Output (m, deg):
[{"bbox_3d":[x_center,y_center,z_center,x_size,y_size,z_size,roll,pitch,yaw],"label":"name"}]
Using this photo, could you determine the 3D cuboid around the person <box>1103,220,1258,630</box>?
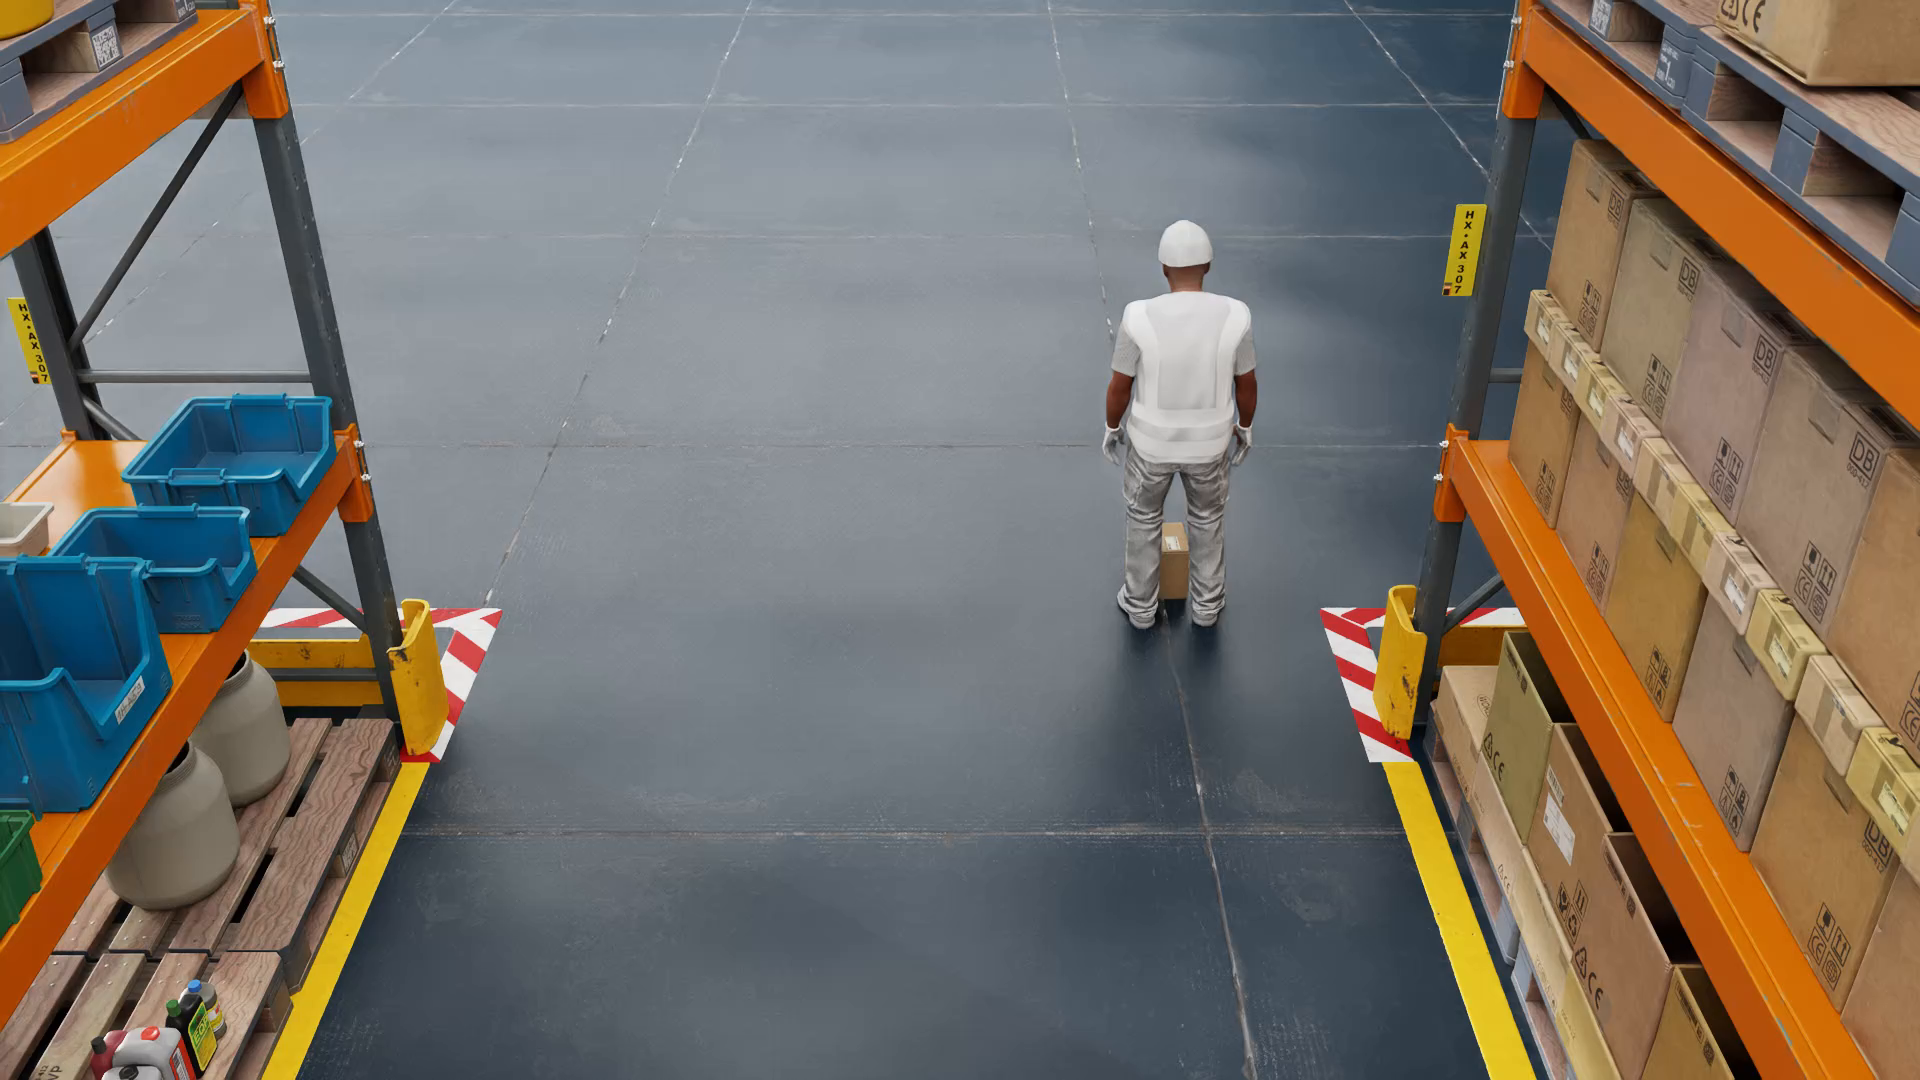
[{"bbox_3d":[0.900,-0.436,6.842,0.619,1.774,0.446,0,31,0],"label":"person"}]
